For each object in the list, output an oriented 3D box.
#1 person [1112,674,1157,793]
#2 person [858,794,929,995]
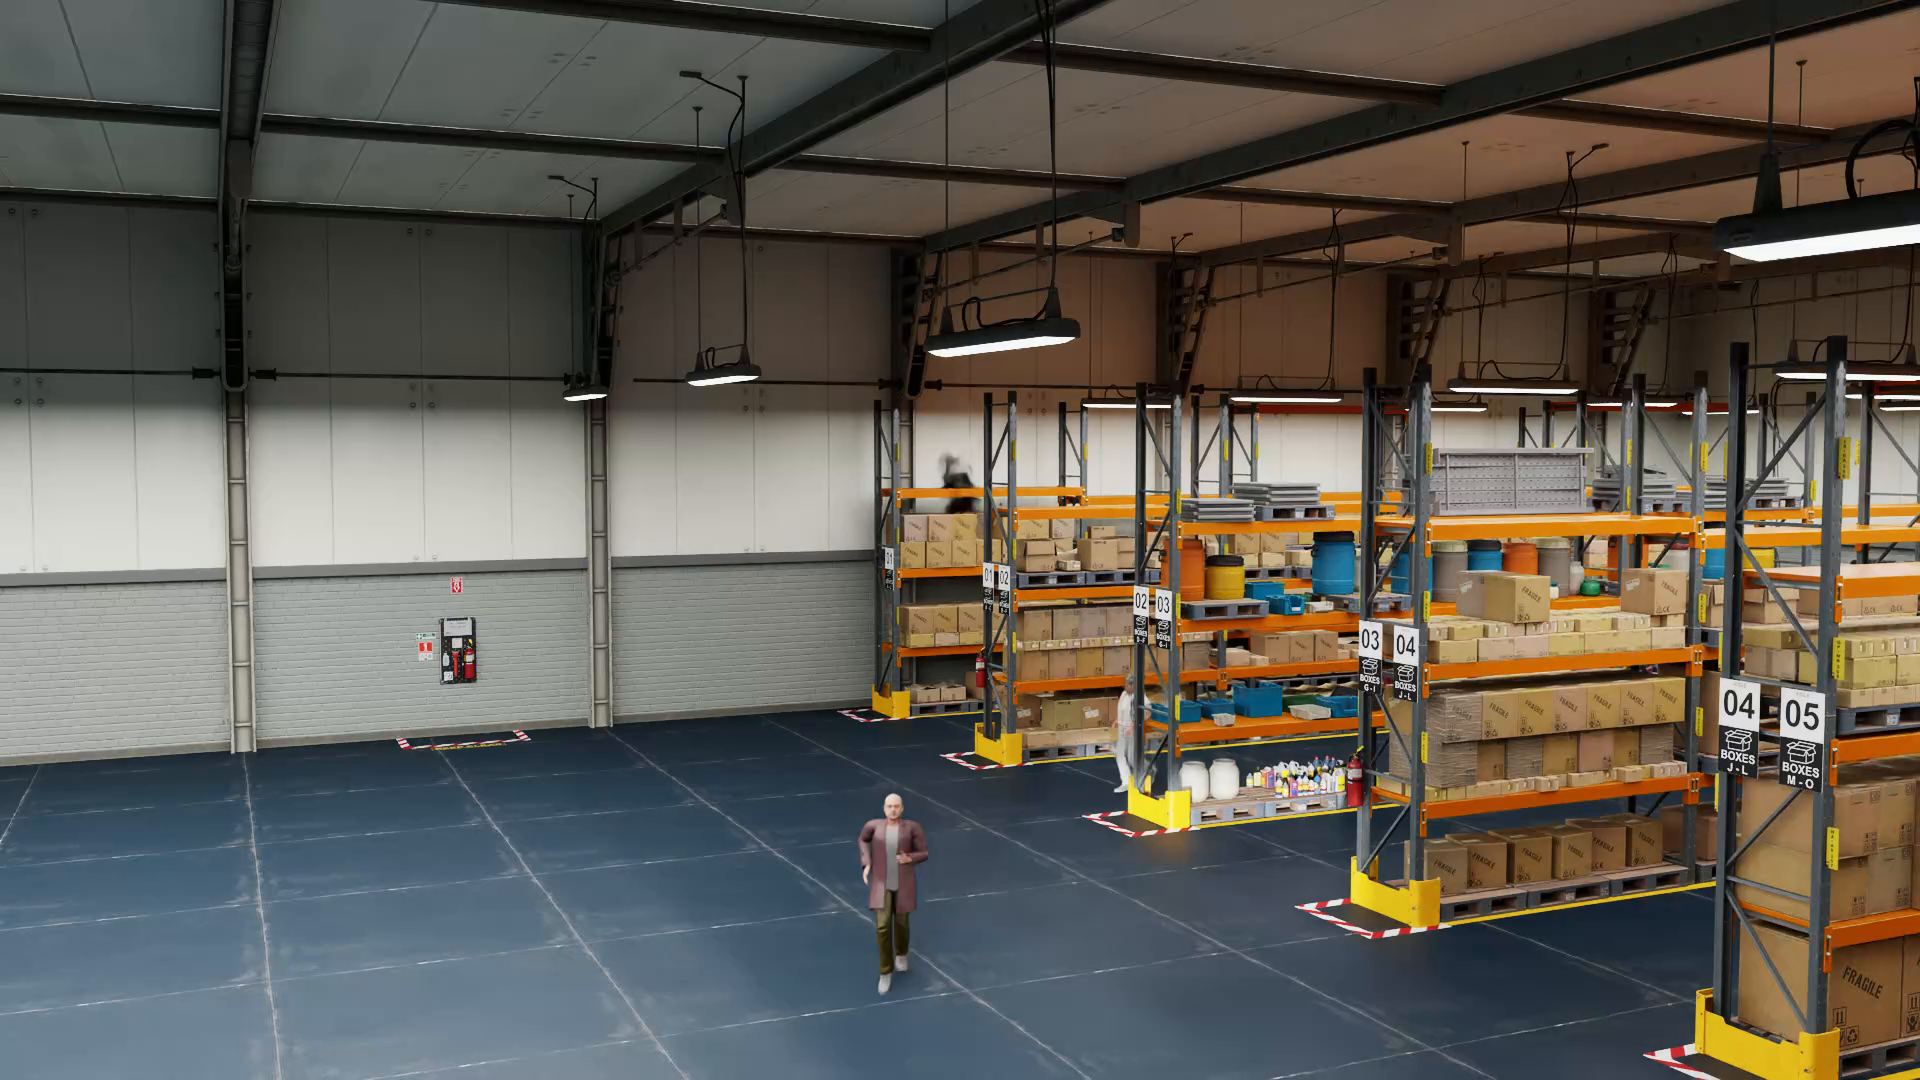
[{"bbox_3d":[2.570,2.849,24.717,0.699,1.759,0.689,-3,4,-40],"label":"person"},{"bbox_3d":[-0.641,3.339,15.965,0.694,1.823,0.876,0,3,0],"label":"person"}]
